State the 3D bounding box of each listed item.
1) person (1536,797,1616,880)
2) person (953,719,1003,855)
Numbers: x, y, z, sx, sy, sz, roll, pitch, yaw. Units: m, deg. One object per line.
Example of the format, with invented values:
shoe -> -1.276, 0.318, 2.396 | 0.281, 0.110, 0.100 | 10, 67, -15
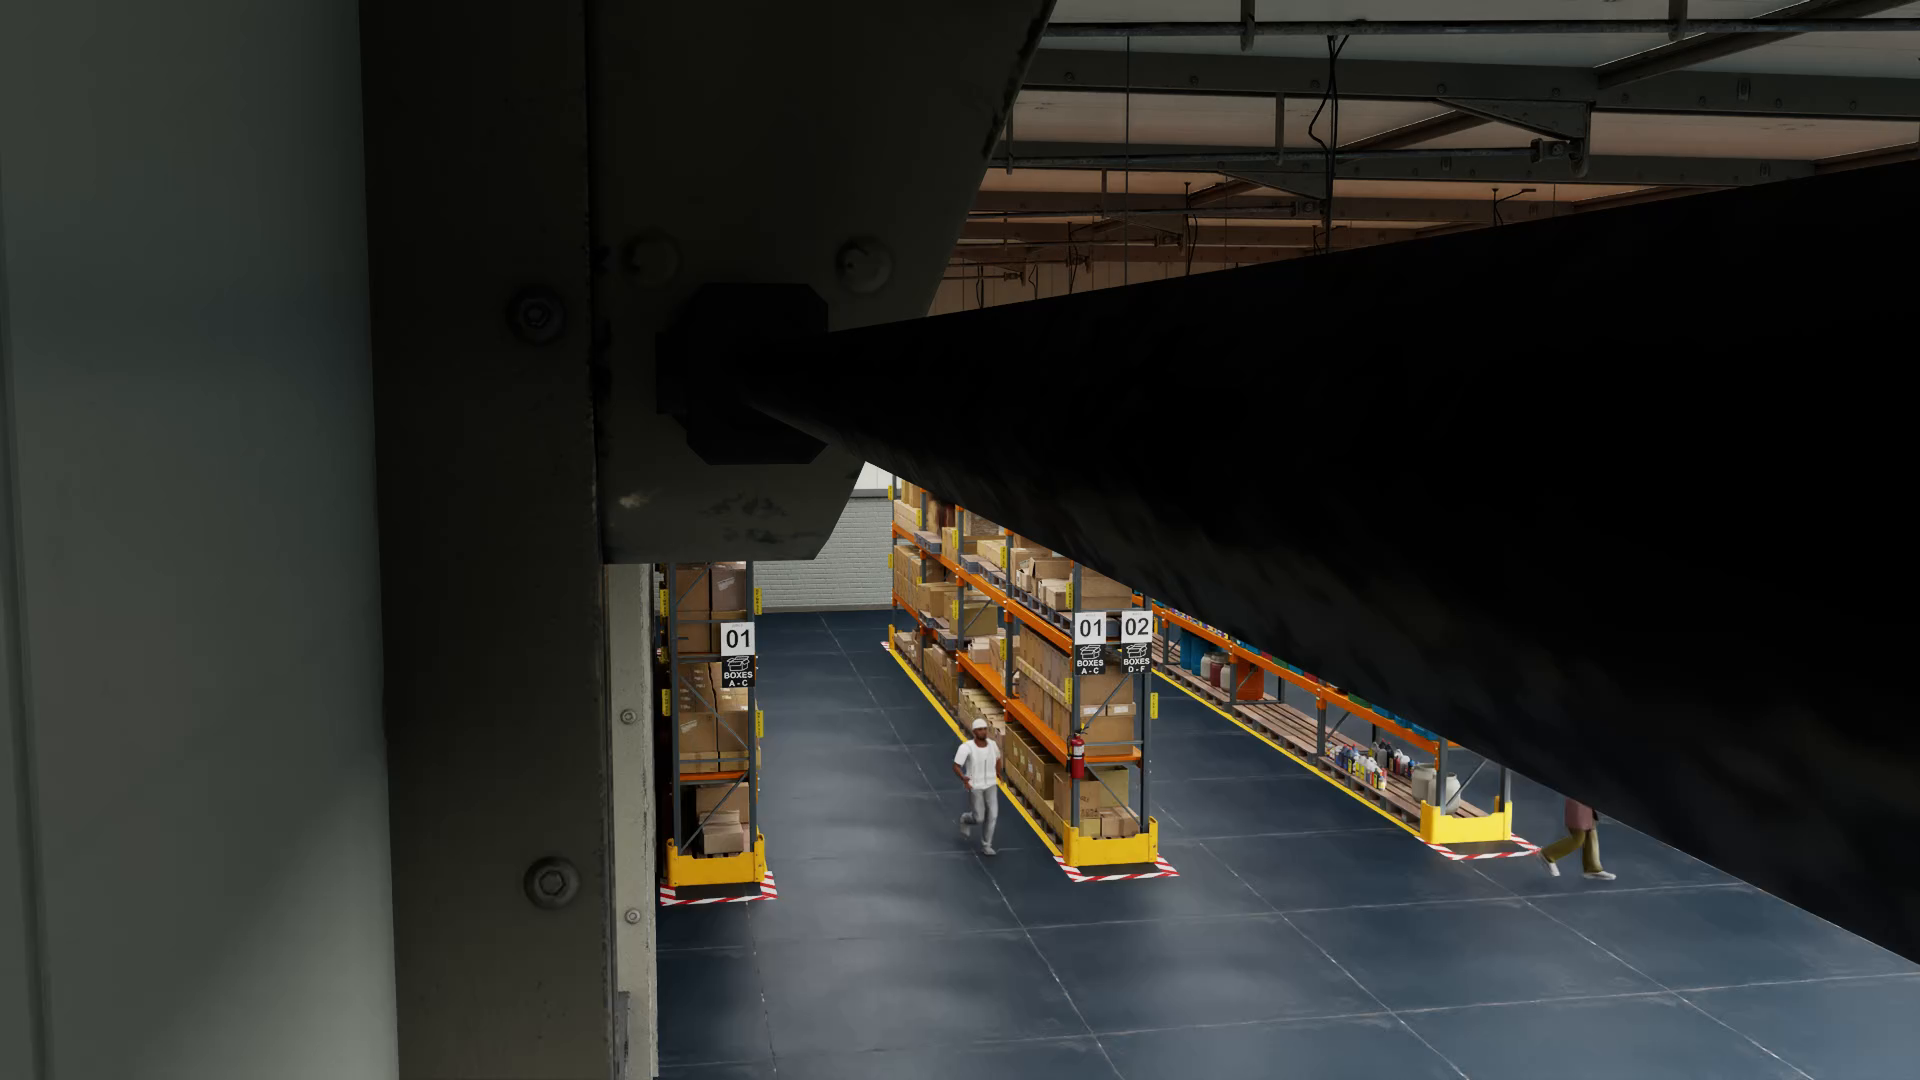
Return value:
person -> 7.521, 3.251, 20.233 | 0.921, 1.763, 0.730 | 3, 7, 23
person -> 0.274, 3.159, 21.439 | 0.695, 1.716, 0.737 | -3, 7, -23
